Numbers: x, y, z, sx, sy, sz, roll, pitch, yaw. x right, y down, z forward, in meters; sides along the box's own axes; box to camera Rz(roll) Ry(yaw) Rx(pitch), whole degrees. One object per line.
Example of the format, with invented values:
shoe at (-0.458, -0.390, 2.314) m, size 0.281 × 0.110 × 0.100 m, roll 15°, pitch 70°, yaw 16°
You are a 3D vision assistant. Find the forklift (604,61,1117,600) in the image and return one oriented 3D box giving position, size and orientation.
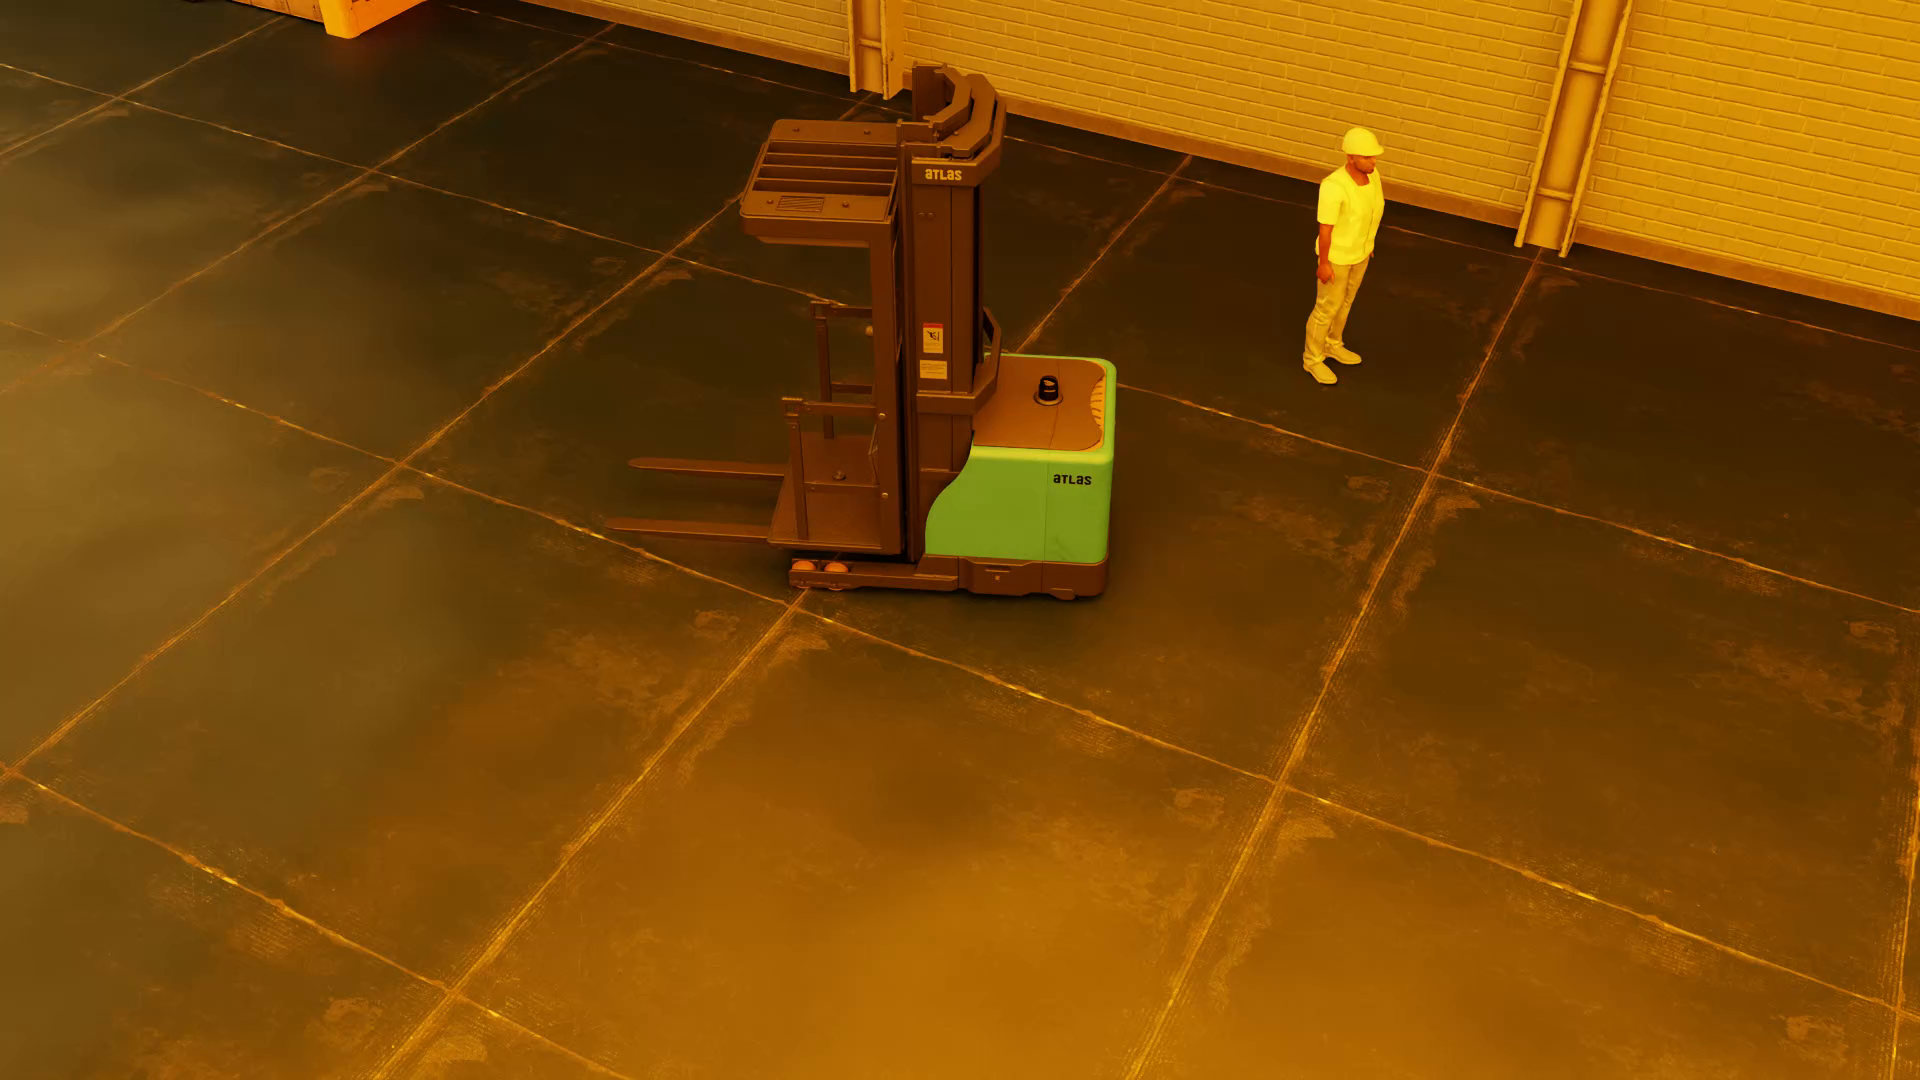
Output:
forklift at (-0.606, -1.157, 9.360) m, size 3.031 × 2.935 × 1.130 m, roll 3°, pitch 40°, yaw 4°

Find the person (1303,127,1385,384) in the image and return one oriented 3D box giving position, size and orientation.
person at (2.605, -1.927, 11.179) m, size 0.389 × 1.770 × 0.556 m, roll 32°, pitch 49°, yaw 32°
